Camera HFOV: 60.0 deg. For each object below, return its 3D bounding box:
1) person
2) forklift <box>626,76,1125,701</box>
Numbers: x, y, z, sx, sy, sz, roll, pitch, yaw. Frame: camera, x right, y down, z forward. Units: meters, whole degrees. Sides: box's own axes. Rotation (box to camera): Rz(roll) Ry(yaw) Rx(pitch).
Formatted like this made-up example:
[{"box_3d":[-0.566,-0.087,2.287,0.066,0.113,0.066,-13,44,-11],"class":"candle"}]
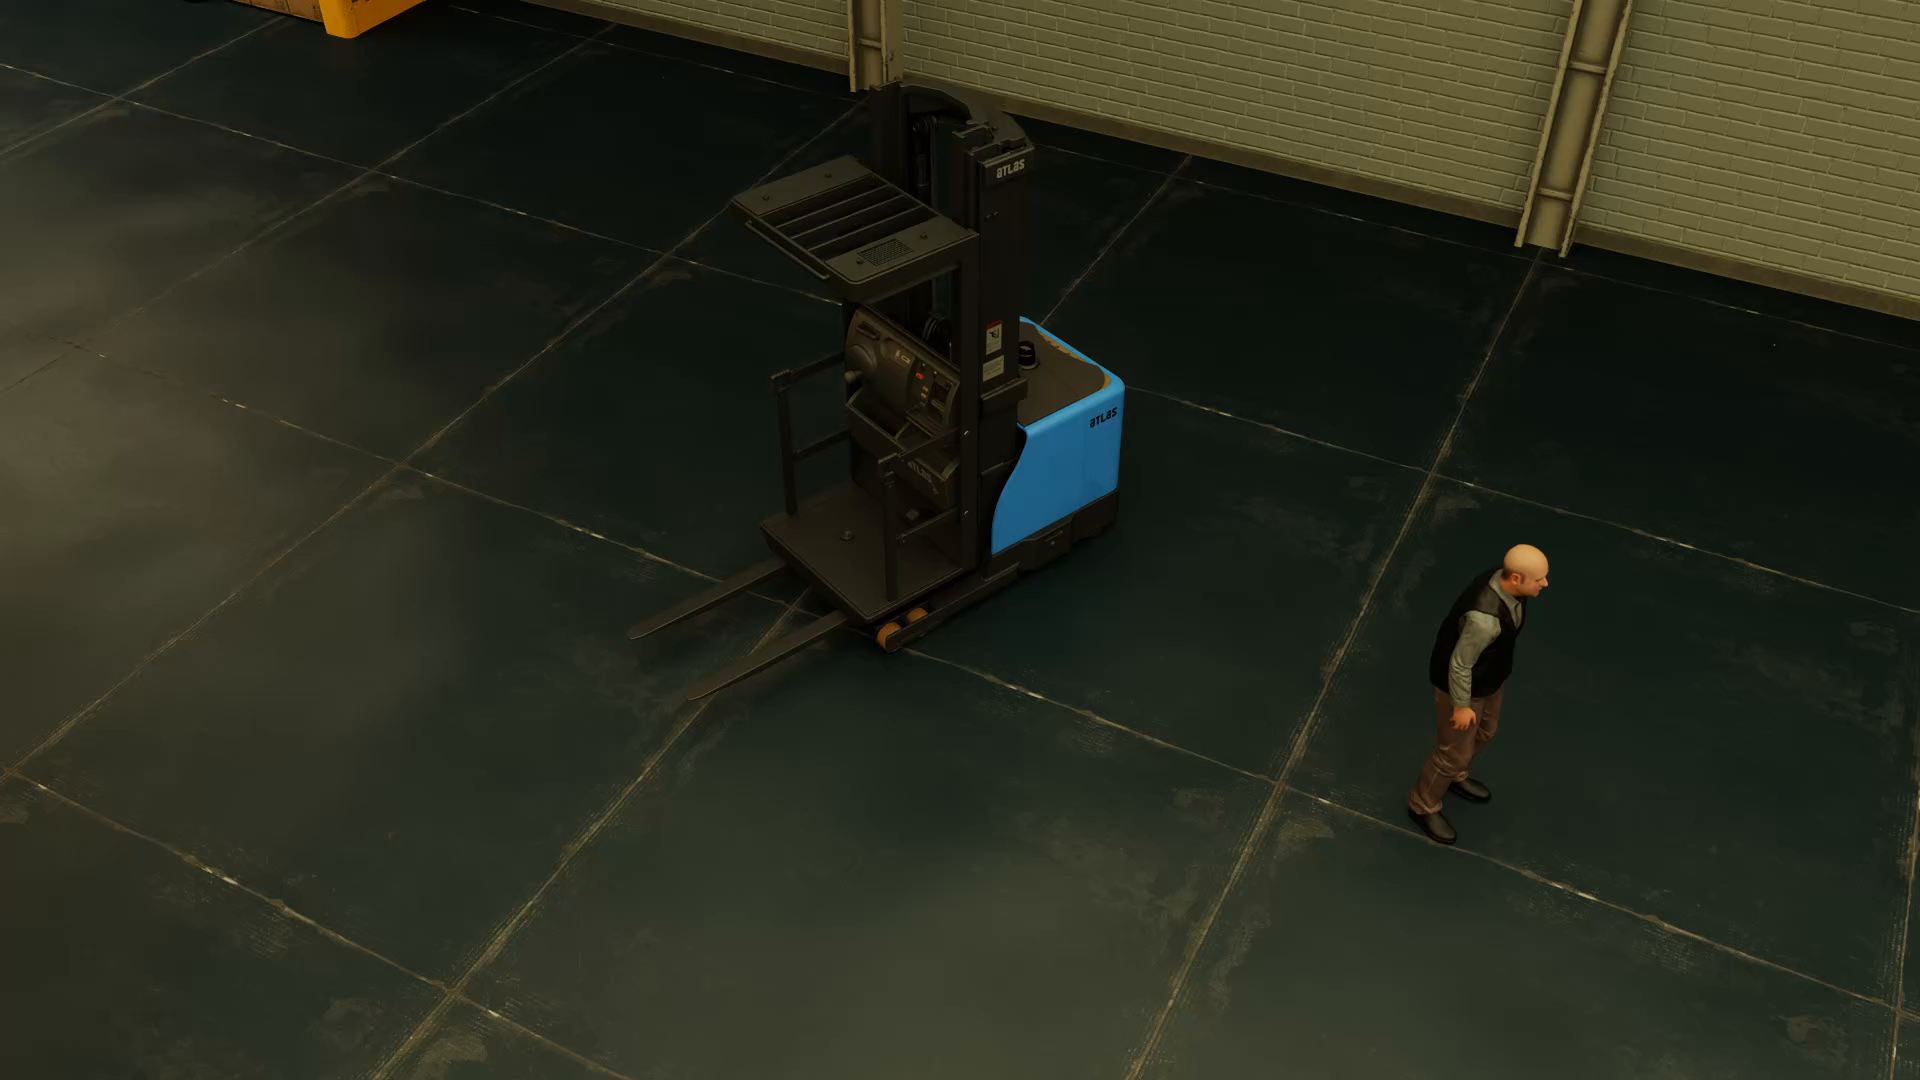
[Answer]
[{"box_3d":[2.508,0.682,8.118,0.425,1.720,0.593,27,47,28],"class":"person"},{"box_3d":[-0.484,-0.870,9.019,3.031,2.935,1.130,-27,47,-29],"class":"forklift"}]
